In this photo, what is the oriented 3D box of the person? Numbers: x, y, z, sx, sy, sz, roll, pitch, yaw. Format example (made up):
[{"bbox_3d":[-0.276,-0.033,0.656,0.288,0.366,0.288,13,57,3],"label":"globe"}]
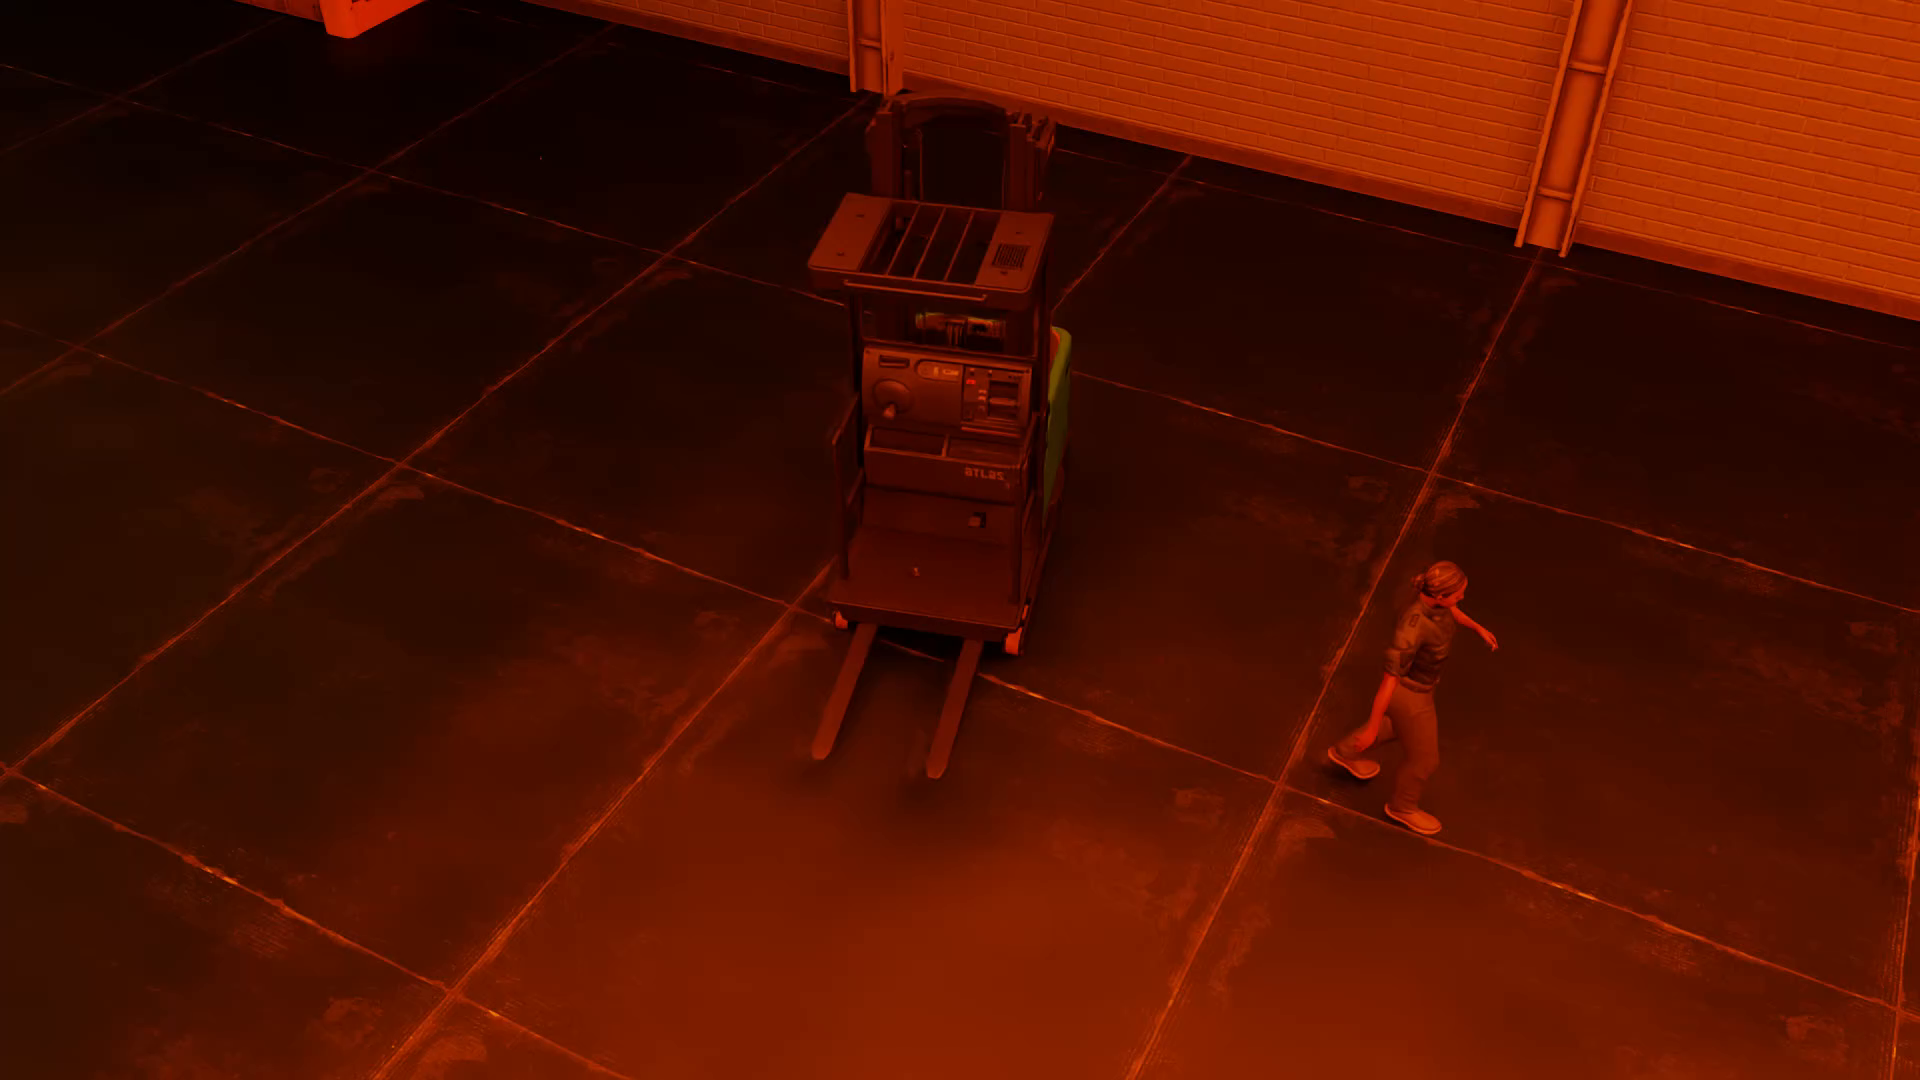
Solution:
[{"bbox_3d":[2.212,0.741,8.121,0.697,1.640,0.817,13,42,15],"label":"person"}]

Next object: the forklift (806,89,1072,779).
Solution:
[{"bbox_3d":[-0.117,-0.733,8.856,1.130,2.935,3.031,8,41,9],"label":"forklift"}]
